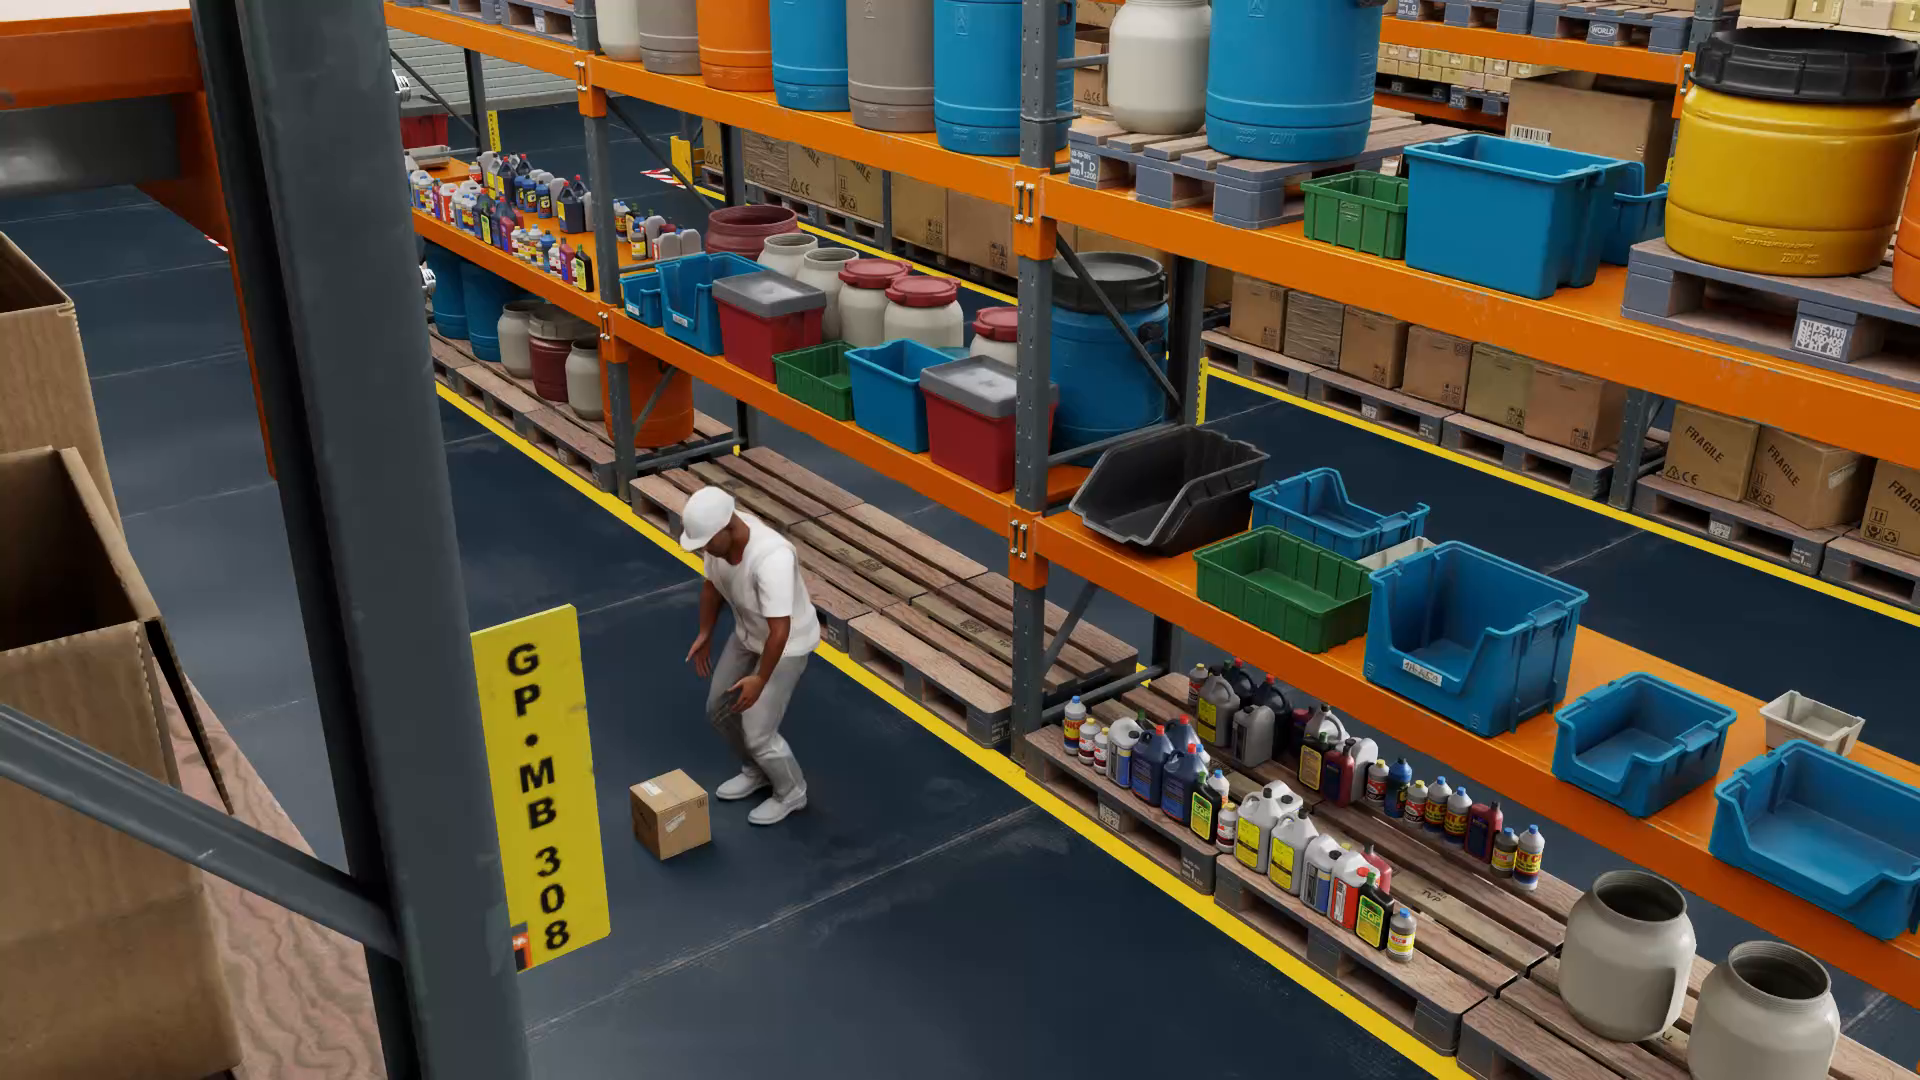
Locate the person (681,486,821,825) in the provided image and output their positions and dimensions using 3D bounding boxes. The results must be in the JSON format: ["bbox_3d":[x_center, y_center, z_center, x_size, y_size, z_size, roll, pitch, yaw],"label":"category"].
[{"bbox_3d":[-0.898,0.479,7.218,0.599,1.612,0.616,-17,30,-33],"label":"person"}]
